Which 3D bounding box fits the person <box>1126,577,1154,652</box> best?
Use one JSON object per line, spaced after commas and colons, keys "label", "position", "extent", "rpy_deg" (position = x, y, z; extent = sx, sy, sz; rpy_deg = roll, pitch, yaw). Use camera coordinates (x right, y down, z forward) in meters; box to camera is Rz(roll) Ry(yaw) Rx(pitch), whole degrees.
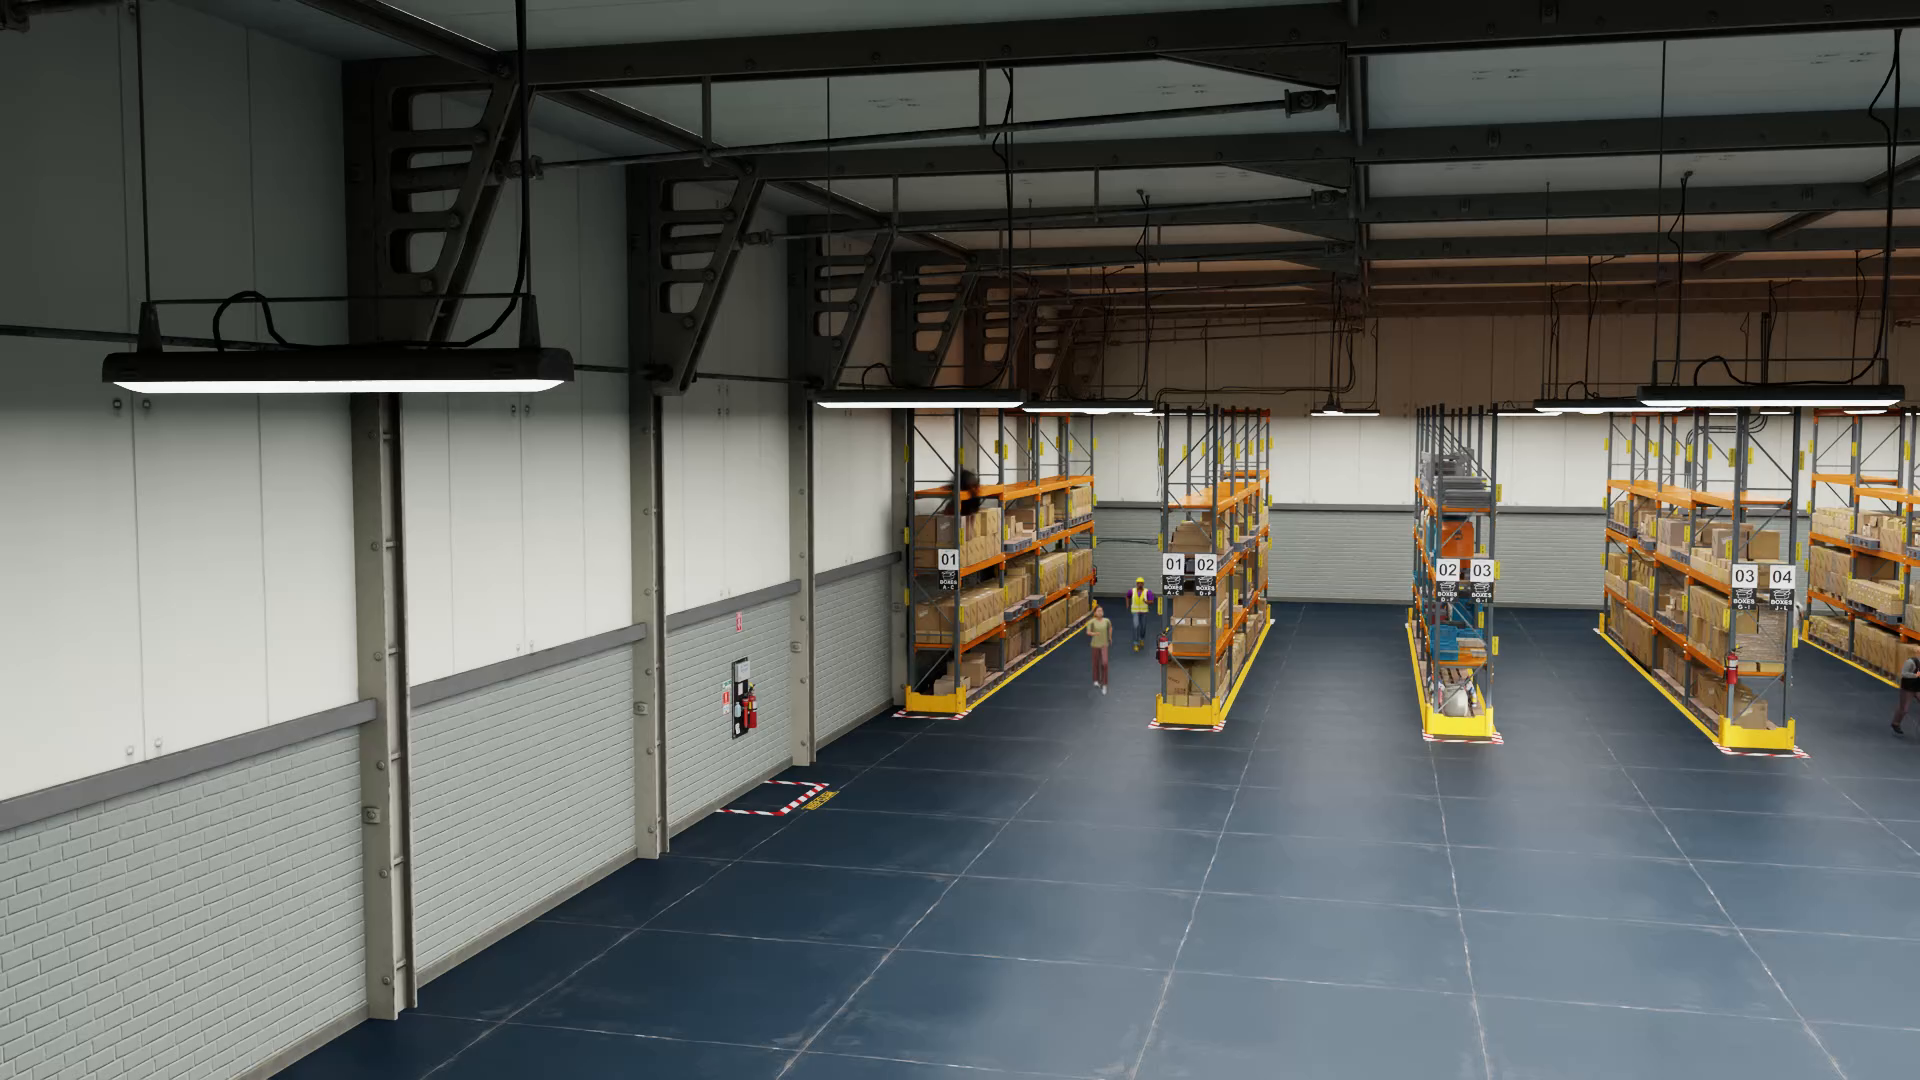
{"label": "person", "position": [4.454, 1.822, 41.215], "extent": [0.684, 1.801, 0.893], "rpy_deg": [0, 4, 4]}

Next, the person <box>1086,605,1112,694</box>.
{"label": "person", "position": [2.813, 2.198, 33.503], "extent": [0.544, 1.768, 0.703], "rpy_deg": [0, 4, 1]}

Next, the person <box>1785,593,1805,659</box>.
{"label": "person", "position": [19.849, 2.034, 39.725], "extent": [0.615, 1.624, 0.546], "rpy_deg": [1, 4, 15]}

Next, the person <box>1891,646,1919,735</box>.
{"label": "person", "position": [16.997, 2.625, 29.678], "extent": [0.654, 1.543, 0.944], "rpy_deg": [0, 4, -3]}
